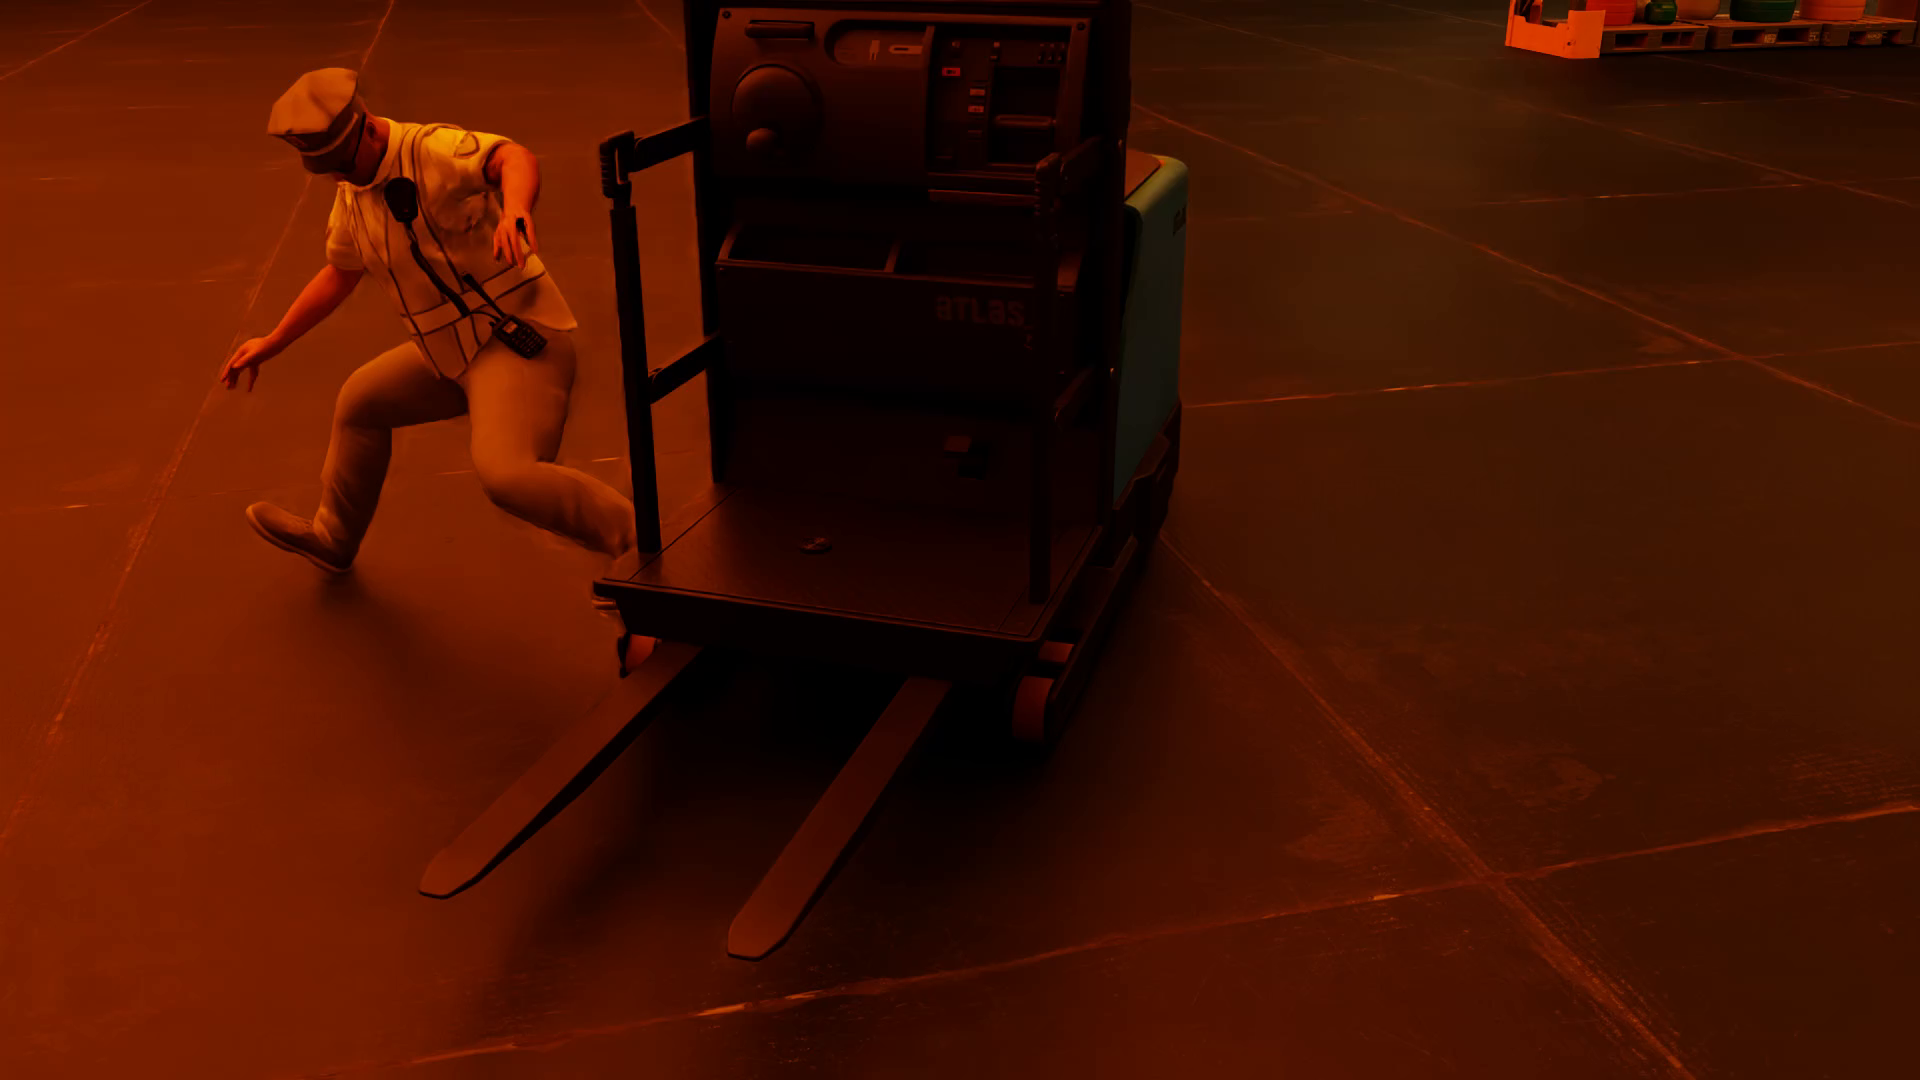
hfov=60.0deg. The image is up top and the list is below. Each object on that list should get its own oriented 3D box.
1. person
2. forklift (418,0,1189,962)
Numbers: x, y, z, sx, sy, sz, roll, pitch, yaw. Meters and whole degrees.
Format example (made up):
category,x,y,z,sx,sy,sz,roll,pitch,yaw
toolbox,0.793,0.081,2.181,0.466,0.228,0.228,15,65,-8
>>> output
category,x,y,z,sx,sy,sz,roll,pitch,yaw
person,-1.371,-0.470,4.337,0.799,1.461,1.317,-19,29,-37
forklift,-0.213,-1.038,3.749,1.130,2.935,3.031,7,24,16
